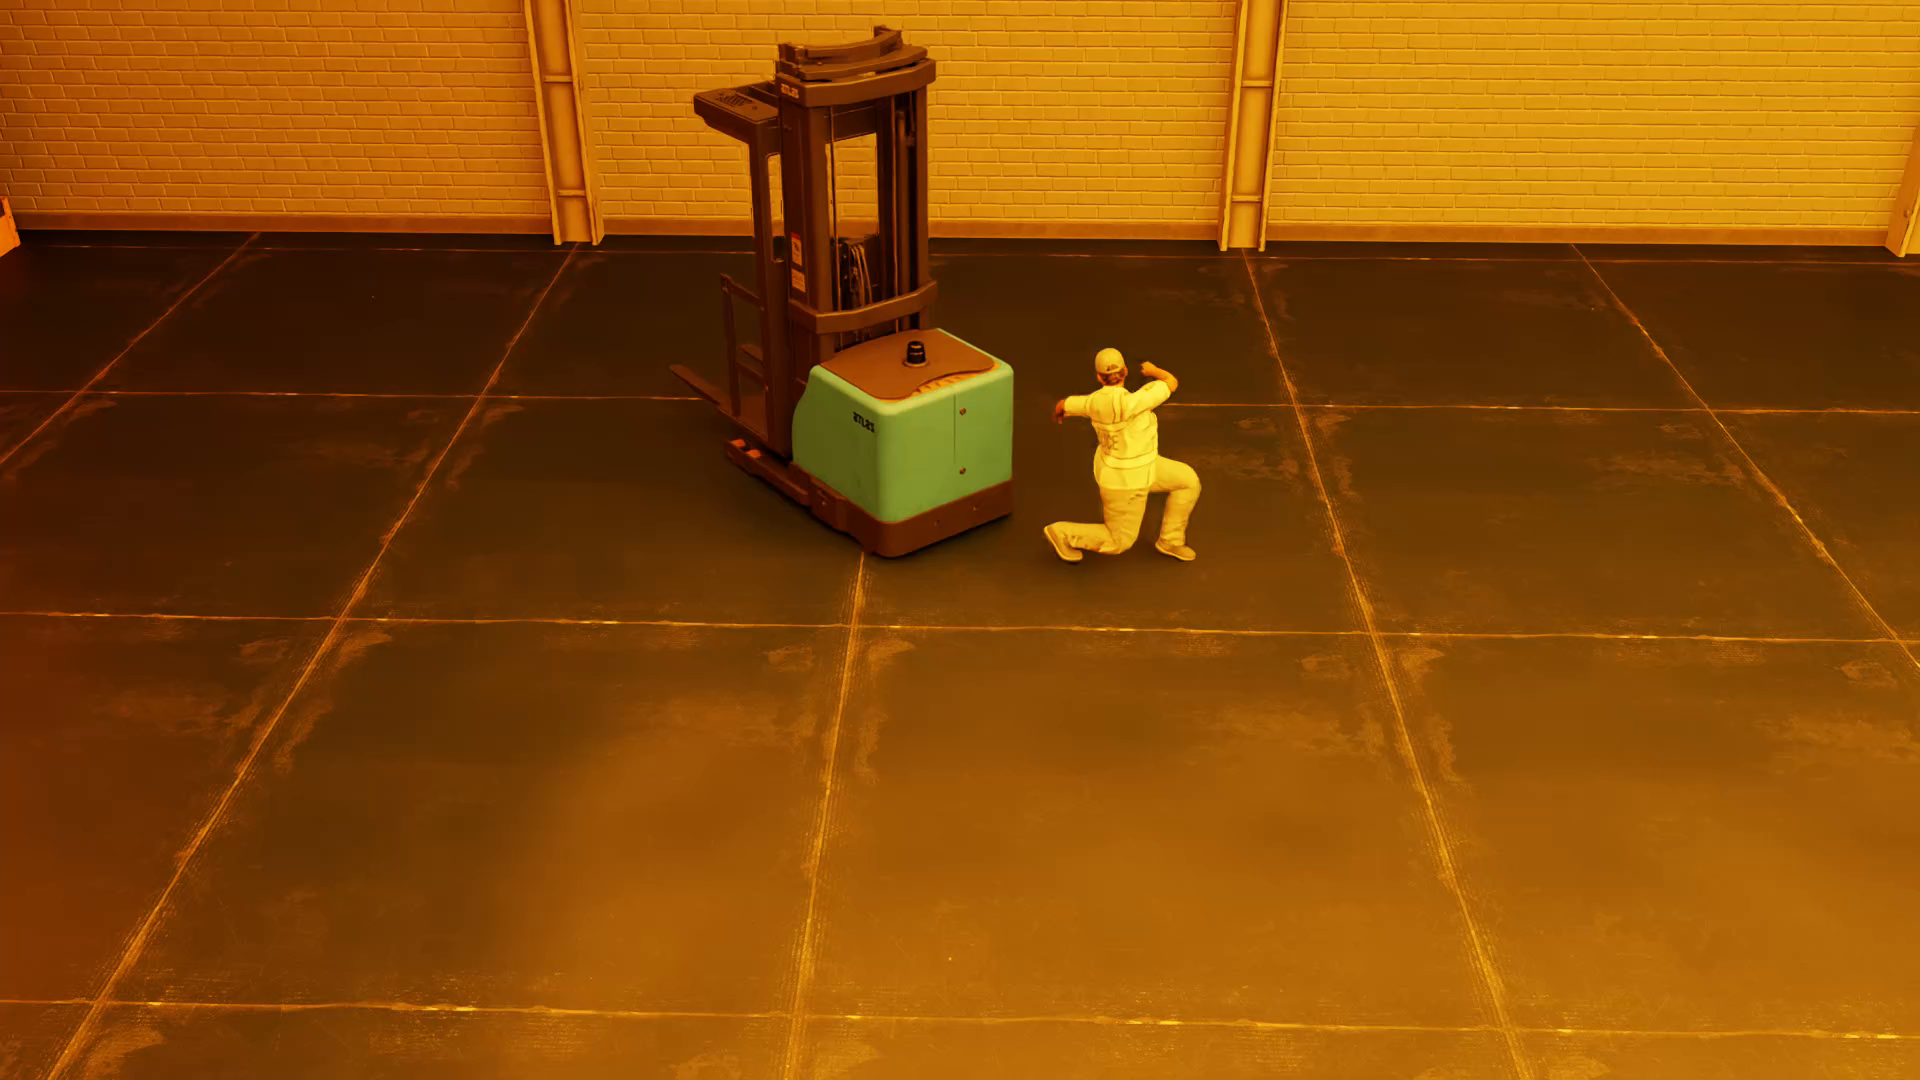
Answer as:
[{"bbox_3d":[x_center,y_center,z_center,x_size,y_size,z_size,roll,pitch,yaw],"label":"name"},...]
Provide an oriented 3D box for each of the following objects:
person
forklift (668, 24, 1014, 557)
[{"bbox_3d":[0.984,-0.554,10.094,0.944,1.382,0.853,-1,31,-2],"label":"person"},{"bbox_3d":[-0.954,-1.844,10.741,1.130,2.935,3.031,-22,37,-32],"label":"forklift"}]
